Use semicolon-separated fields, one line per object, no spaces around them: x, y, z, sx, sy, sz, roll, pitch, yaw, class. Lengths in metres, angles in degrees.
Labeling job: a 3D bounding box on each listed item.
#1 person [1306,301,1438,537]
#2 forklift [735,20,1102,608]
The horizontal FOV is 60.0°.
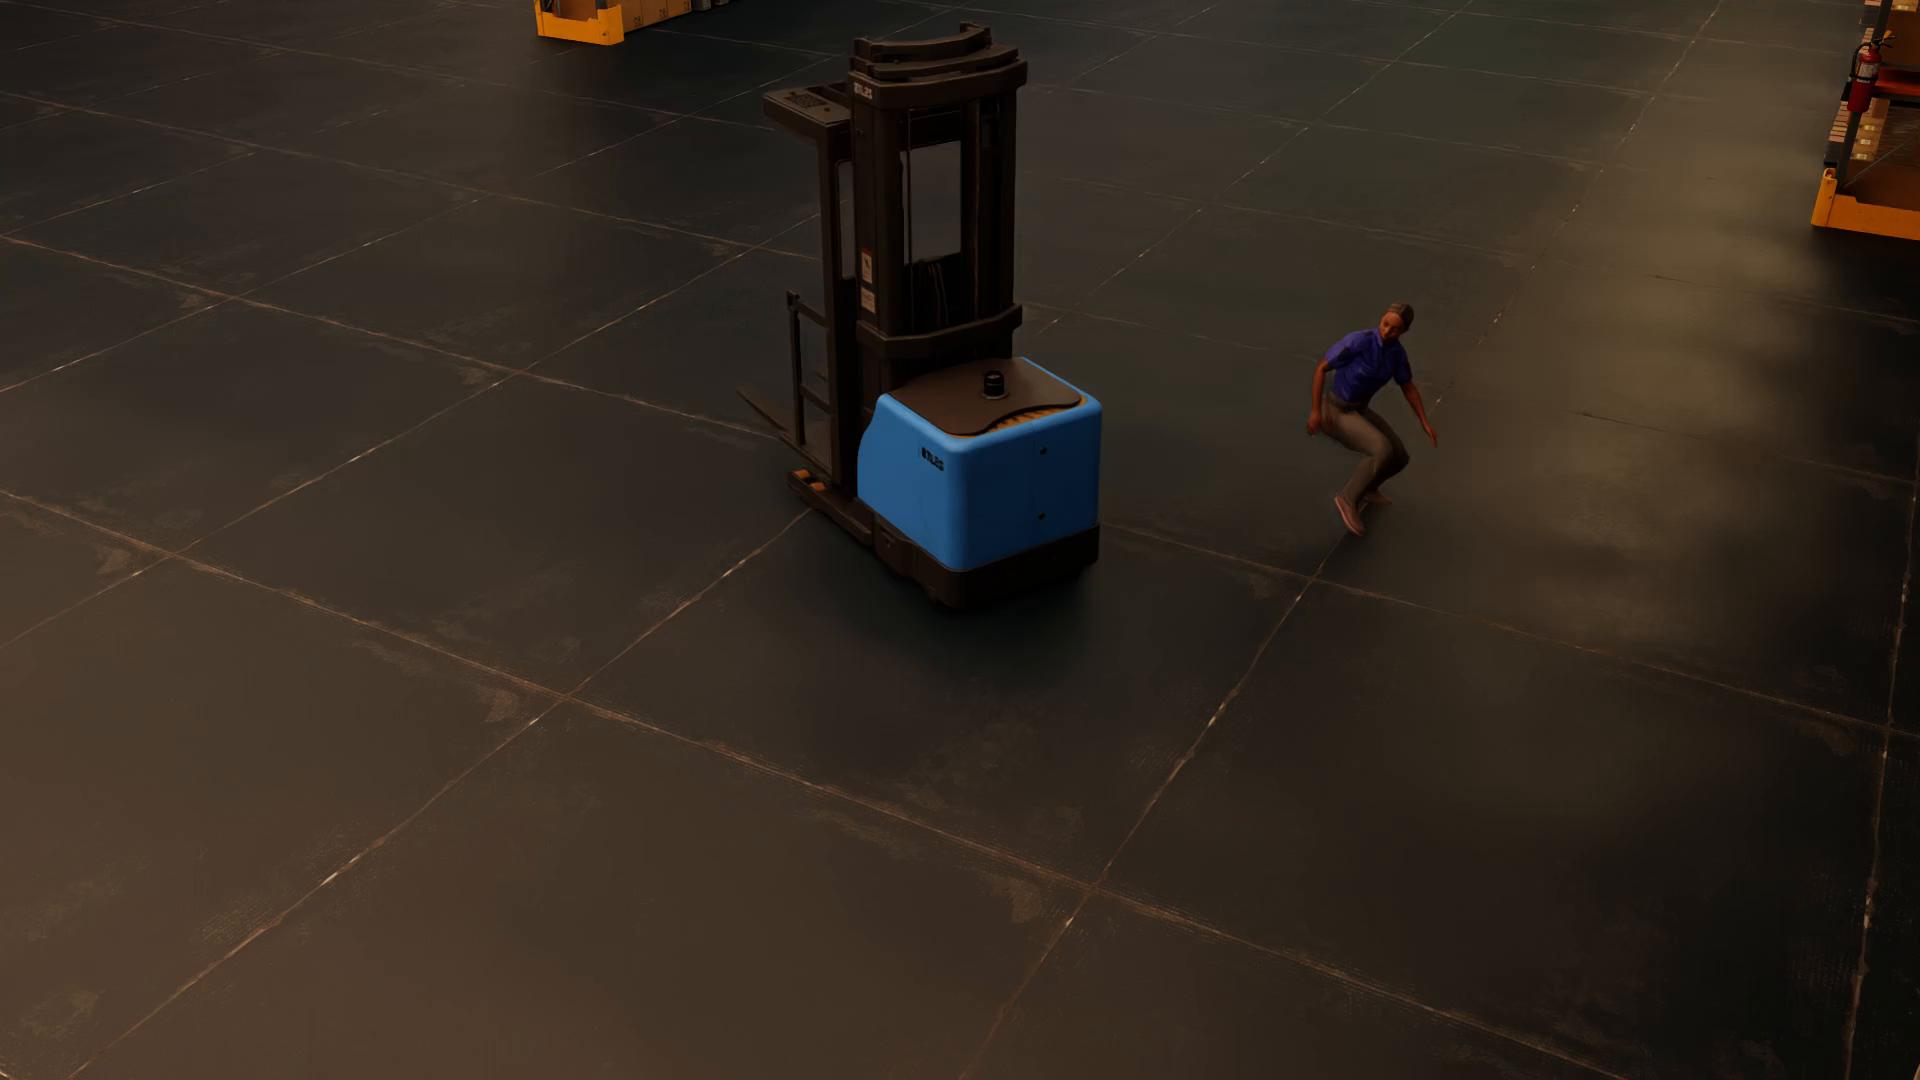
2.445;-0.726;9.893;0.722;1.432;0.626;-25;38;-36;person
-0.429;-1.583;9.813;1.130;2.935;3.031;-18;35;-29;forklift
